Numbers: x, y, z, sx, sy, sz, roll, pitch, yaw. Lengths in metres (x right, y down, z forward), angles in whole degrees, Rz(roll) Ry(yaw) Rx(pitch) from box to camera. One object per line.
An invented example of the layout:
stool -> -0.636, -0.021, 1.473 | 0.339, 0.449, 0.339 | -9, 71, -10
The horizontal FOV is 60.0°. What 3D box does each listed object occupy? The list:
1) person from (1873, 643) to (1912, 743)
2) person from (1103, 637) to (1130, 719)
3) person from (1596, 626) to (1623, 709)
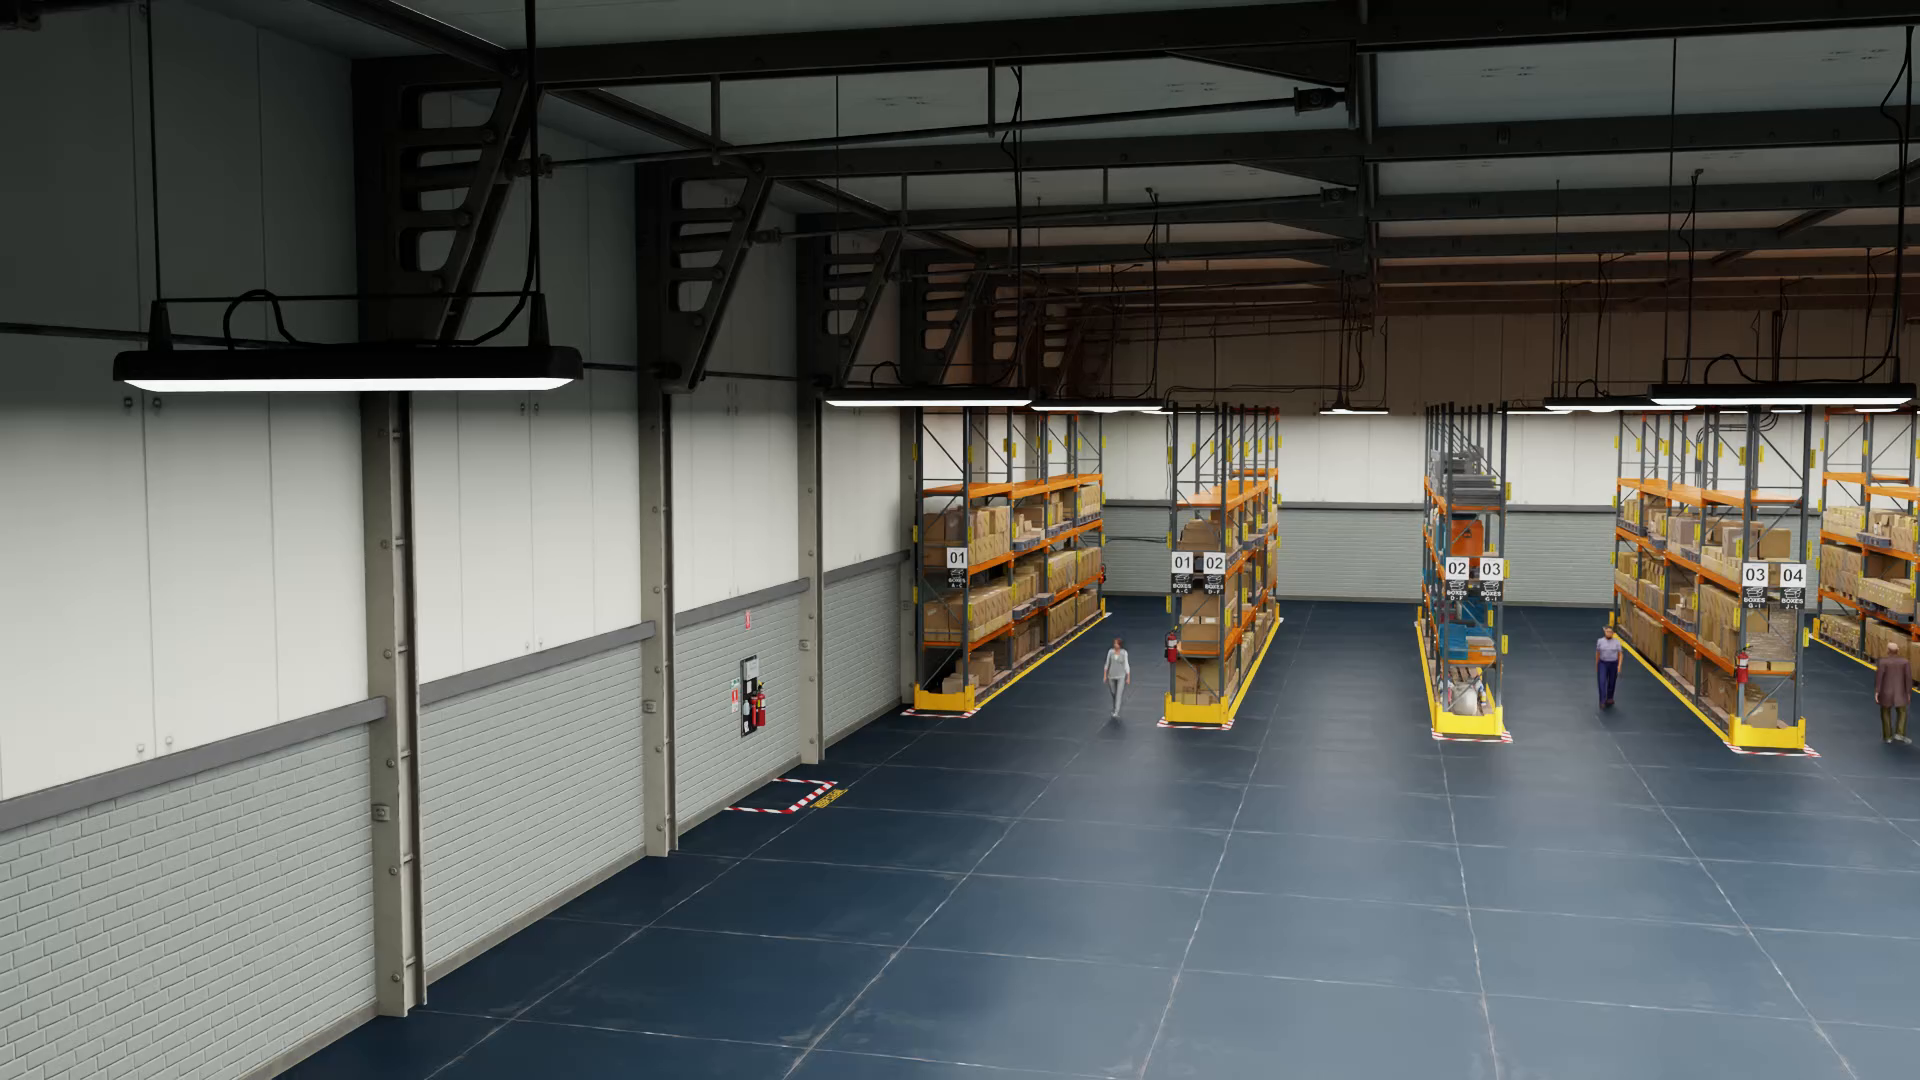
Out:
person -> 16.360, 2.740, 29.176 | 0.614, 1.667, 0.592 | 1, 4, 17
person -> 2.938, 2.611, 31.491 | 0.447, 1.537, 0.983 | 2, 5, 22
person -> 12.790, 2.590, 32.745 | 0.486, 1.393, 0.979 | 1, 4, 16
